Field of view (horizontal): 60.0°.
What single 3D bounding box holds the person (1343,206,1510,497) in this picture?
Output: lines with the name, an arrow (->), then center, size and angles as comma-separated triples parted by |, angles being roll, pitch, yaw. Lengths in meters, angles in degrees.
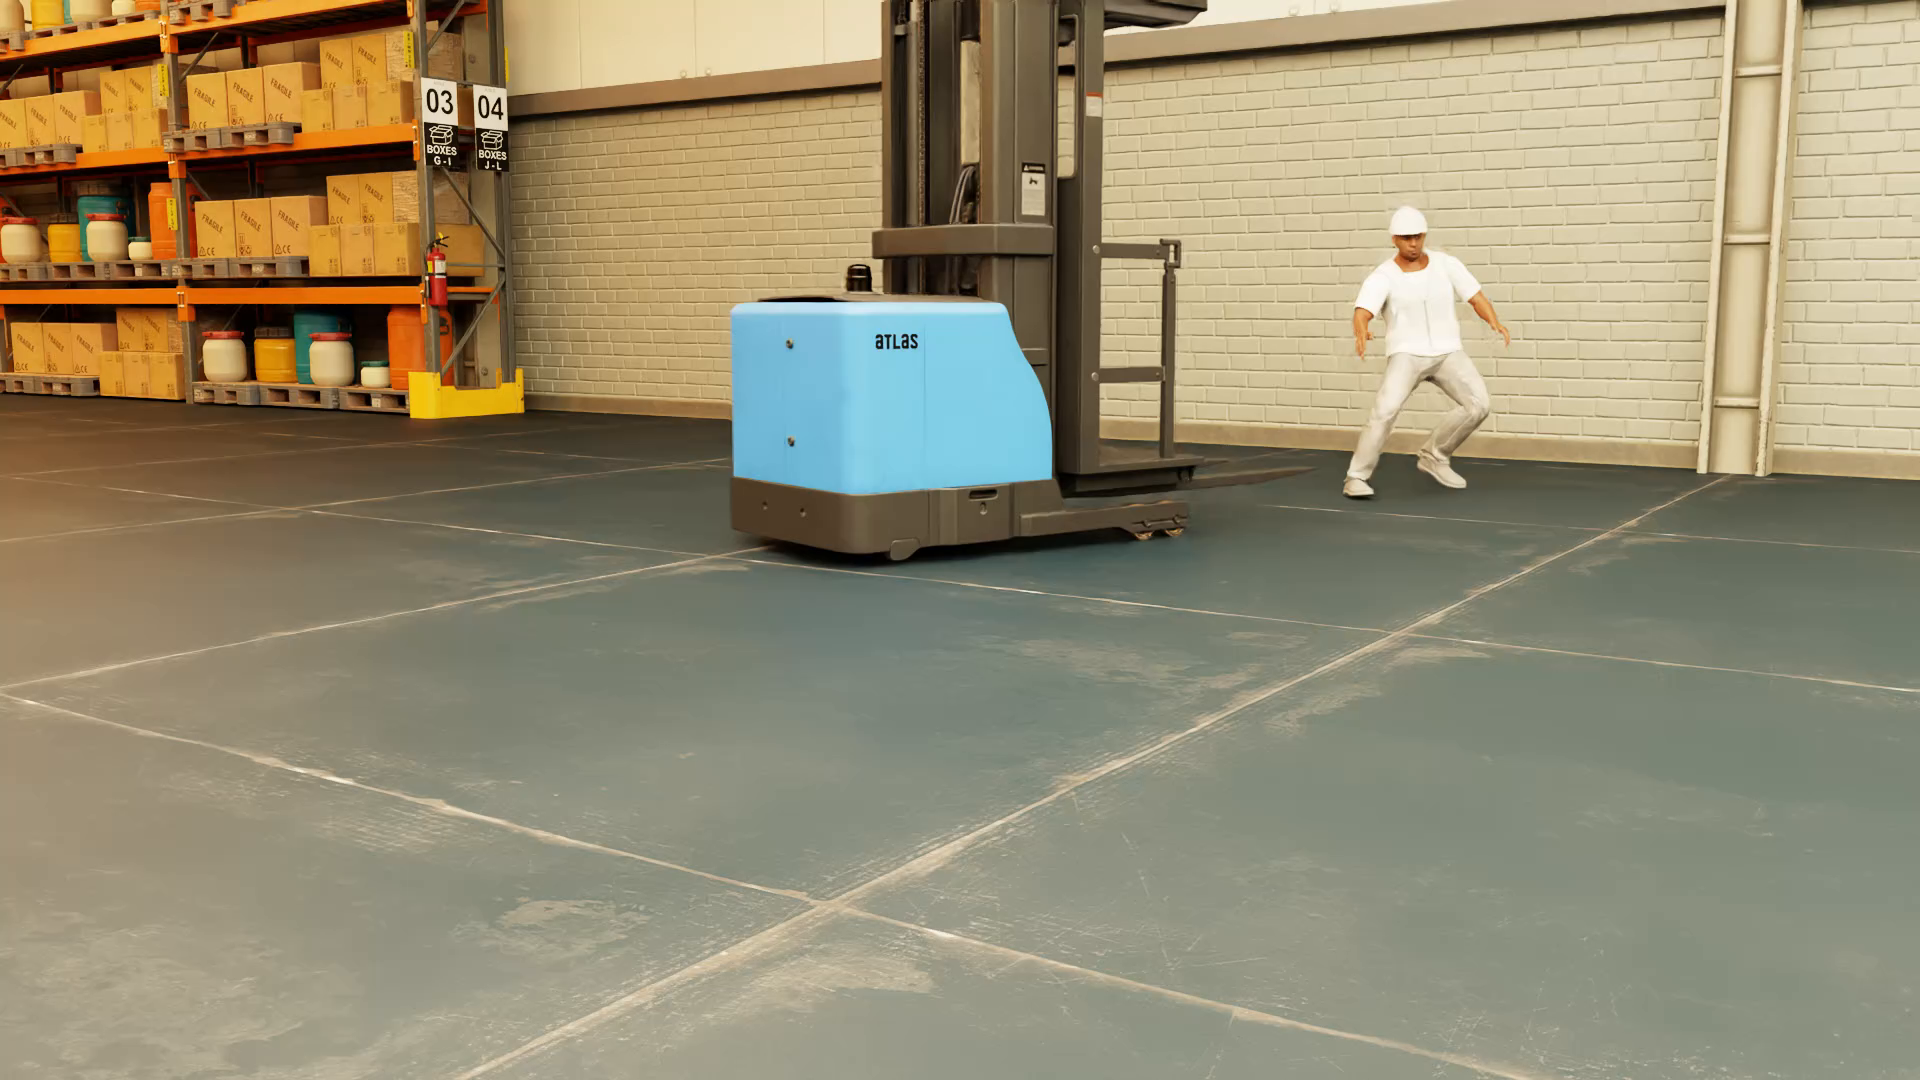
person -> 2.582, -1.045, 9.254 | 0.886, 1.612, 0.708 | 0, 8, 1

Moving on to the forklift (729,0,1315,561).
forklift -> 0.446, -1.507, 7.791 | 3.031, 2.935, 1.130 | -6, 10, -37
